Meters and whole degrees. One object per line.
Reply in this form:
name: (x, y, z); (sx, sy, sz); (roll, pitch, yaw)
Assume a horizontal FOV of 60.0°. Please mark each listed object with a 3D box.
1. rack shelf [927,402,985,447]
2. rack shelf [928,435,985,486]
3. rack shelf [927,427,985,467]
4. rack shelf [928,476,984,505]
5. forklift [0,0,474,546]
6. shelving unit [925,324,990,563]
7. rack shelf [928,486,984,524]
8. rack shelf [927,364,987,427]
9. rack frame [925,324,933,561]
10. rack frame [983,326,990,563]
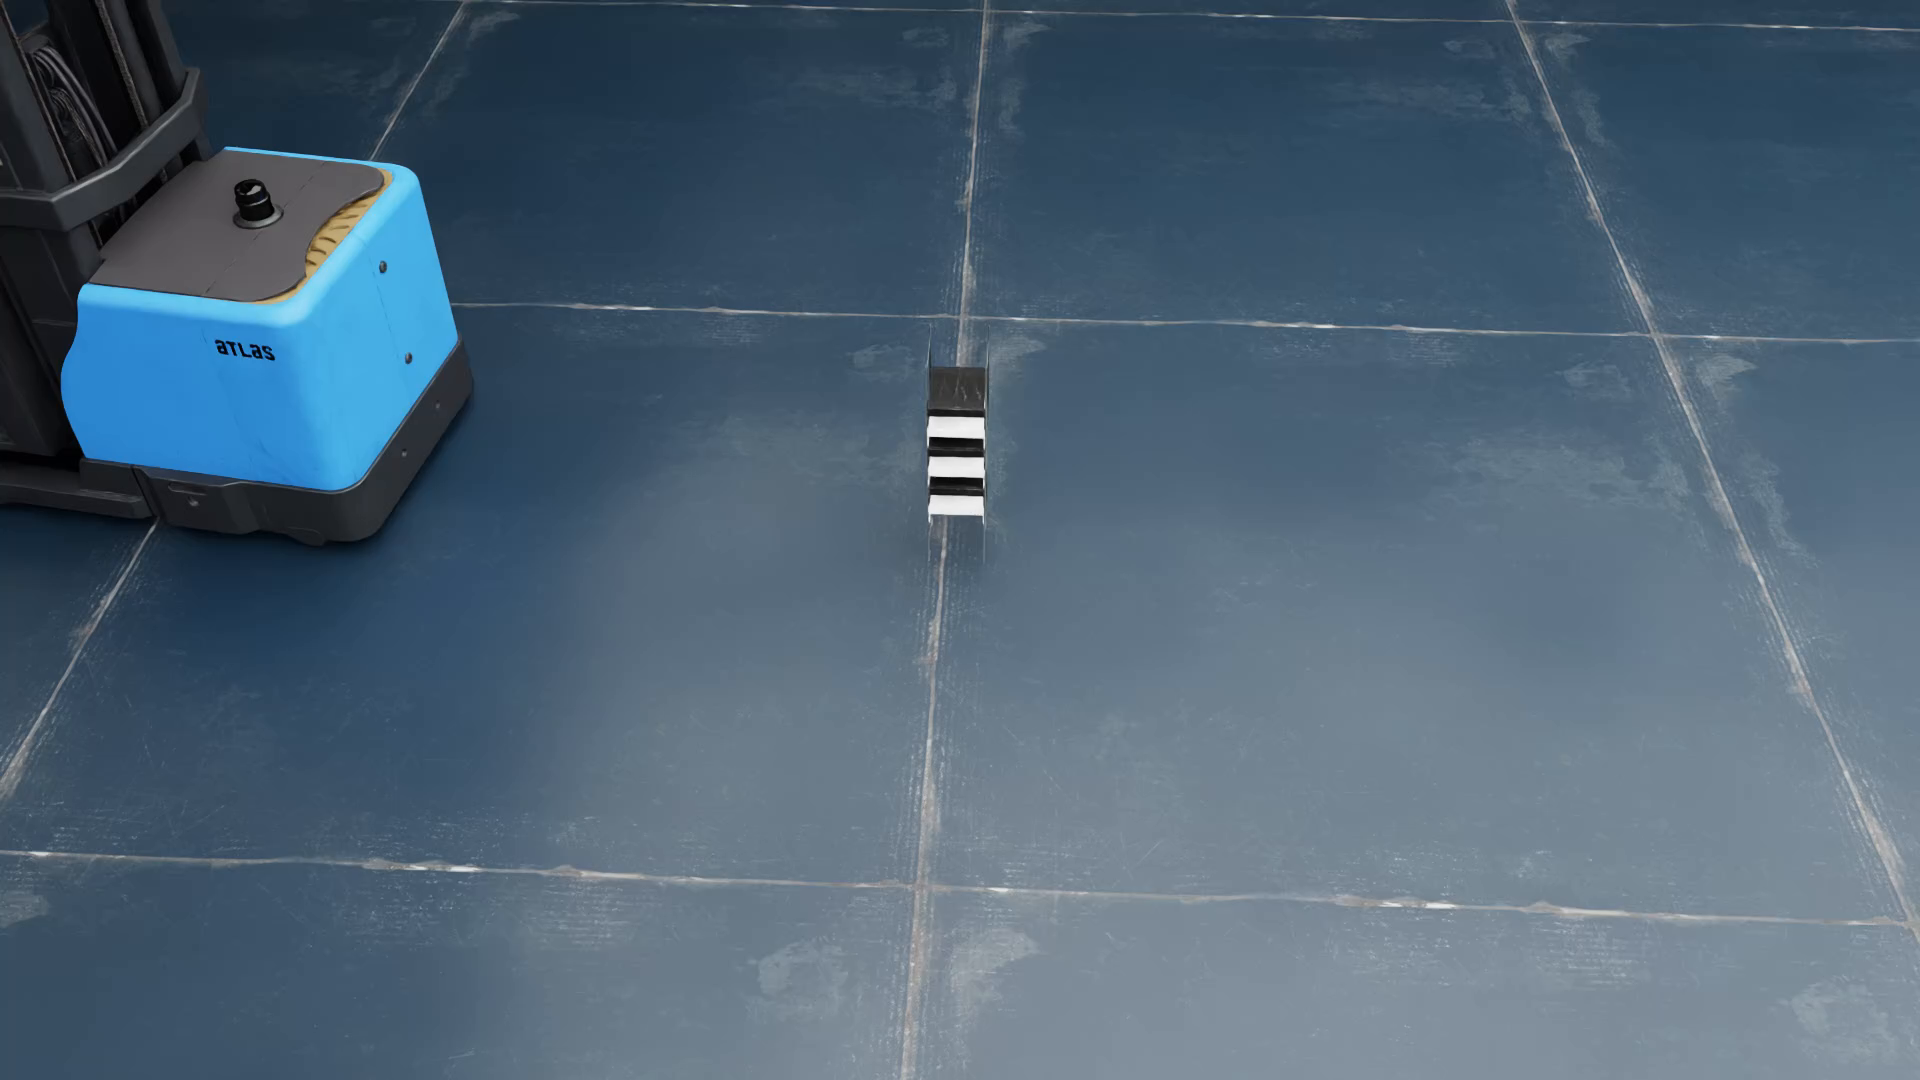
rack shelf: (-0.008, -0.437, 5.844); (0.200, 0.077, 0.258); (2, 43, 2)
rack shelf: (-0.008, -0.305, 5.966); (0.200, 0.077, 0.258); (2, 43, 2)
rack shelf: (-0.008, -0.371, 5.905); (0.200, 0.077, 0.258); (2, 43, 2)
rack shelf: (-0.008, -0.239, 6.028); (0.200, 0.077, 0.258); (2, 43, 2)
forklift: (-3.563, -1.549, 5.762); (3.031, 2.935, 1.130); (8, 44, 8)
shelving unit: (-0.008, -0.330, 5.944); (0.210, 0.900, 0.258); (2, 43, 2)
rack shelf: (-0.008, -0.173, 6.089); (0.200, 0.077, 0.258); (2, 43, 2)
rack shelf: (-0.008, -0.503, 5.782); (0.200, 0.077, 0.258); (2, 43, 2)
rack frame: (-0.110, -0.333, 5.947); (0.006, 0.900, 0.240); (2, 43, 2)
rack frame: (0.093, -0.326, 5.940); (0.006, 0.900, 0.240); (2, 43, 2)
